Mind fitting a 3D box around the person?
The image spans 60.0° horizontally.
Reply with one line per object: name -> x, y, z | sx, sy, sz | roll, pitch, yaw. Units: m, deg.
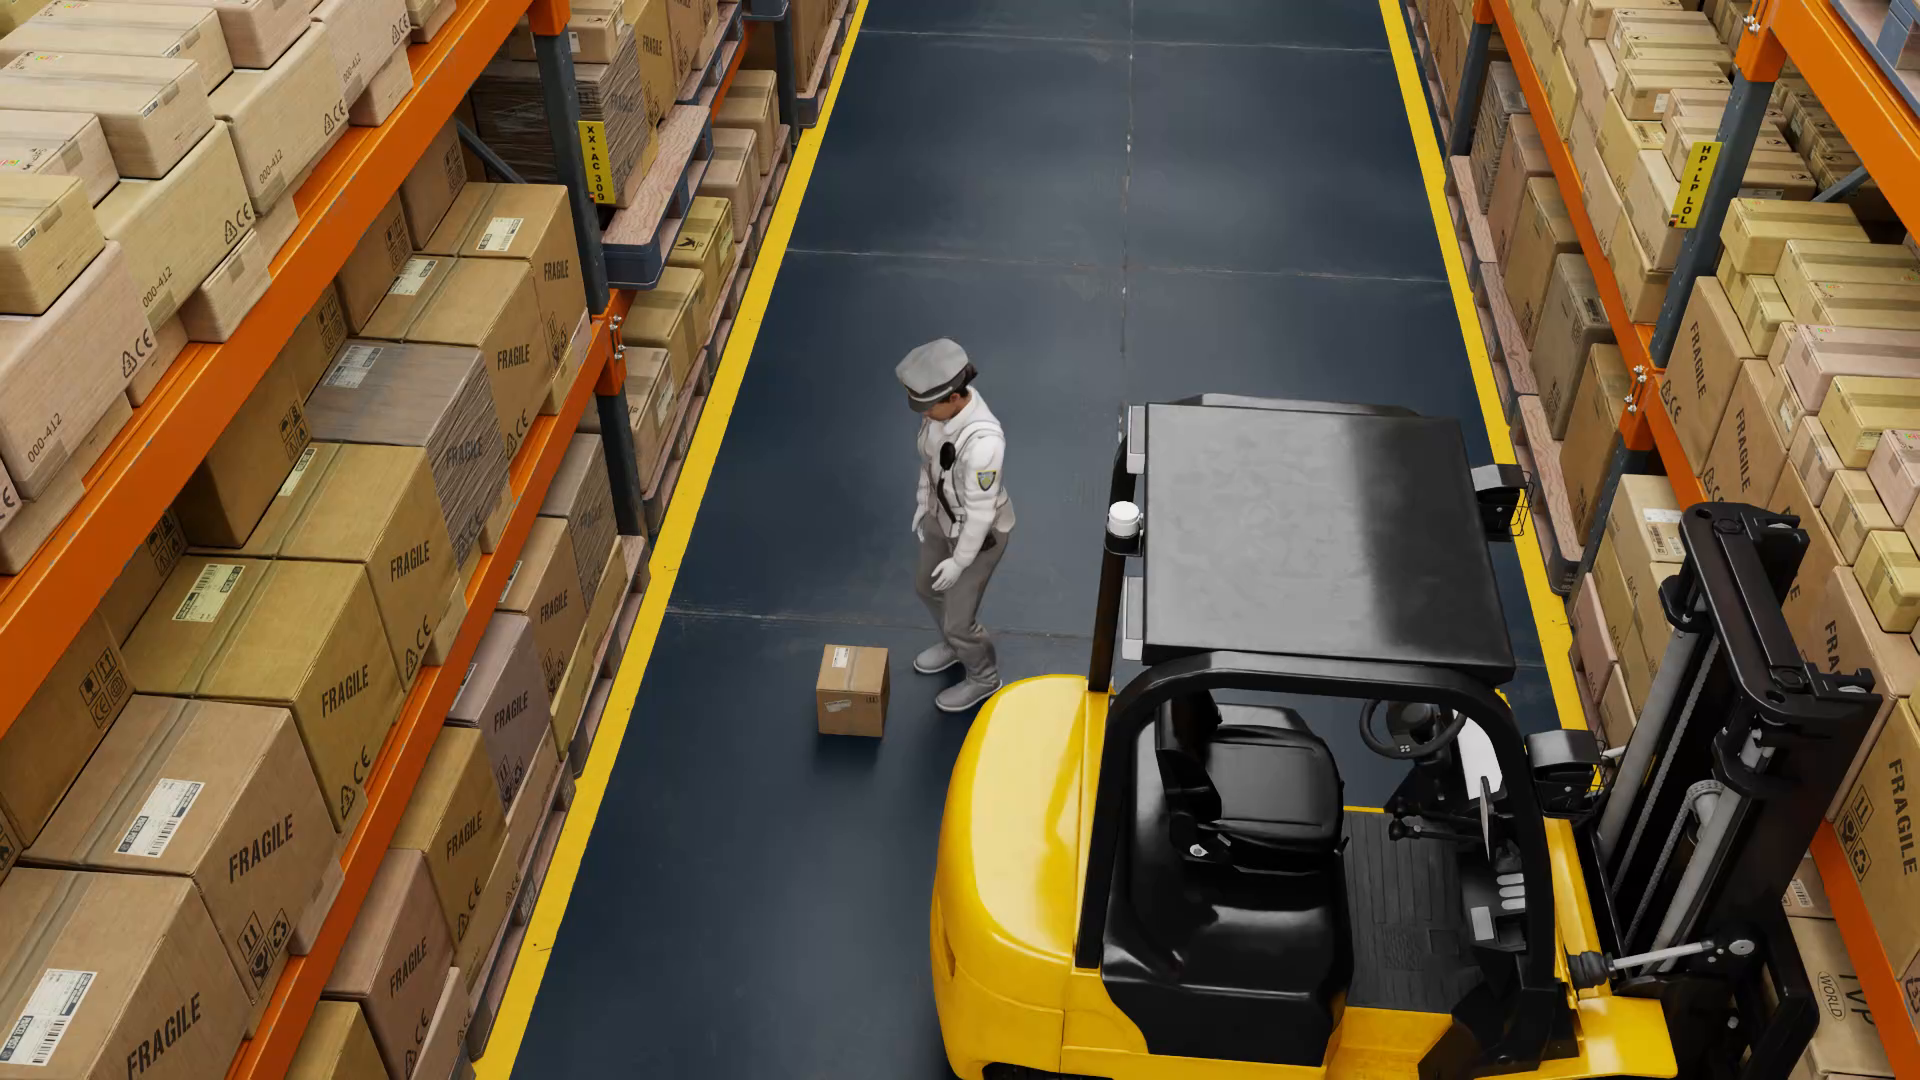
person -> -0.014, -0.028, 6.228 | 0.424, 1.628, 0.496 | -15, 43, -17
